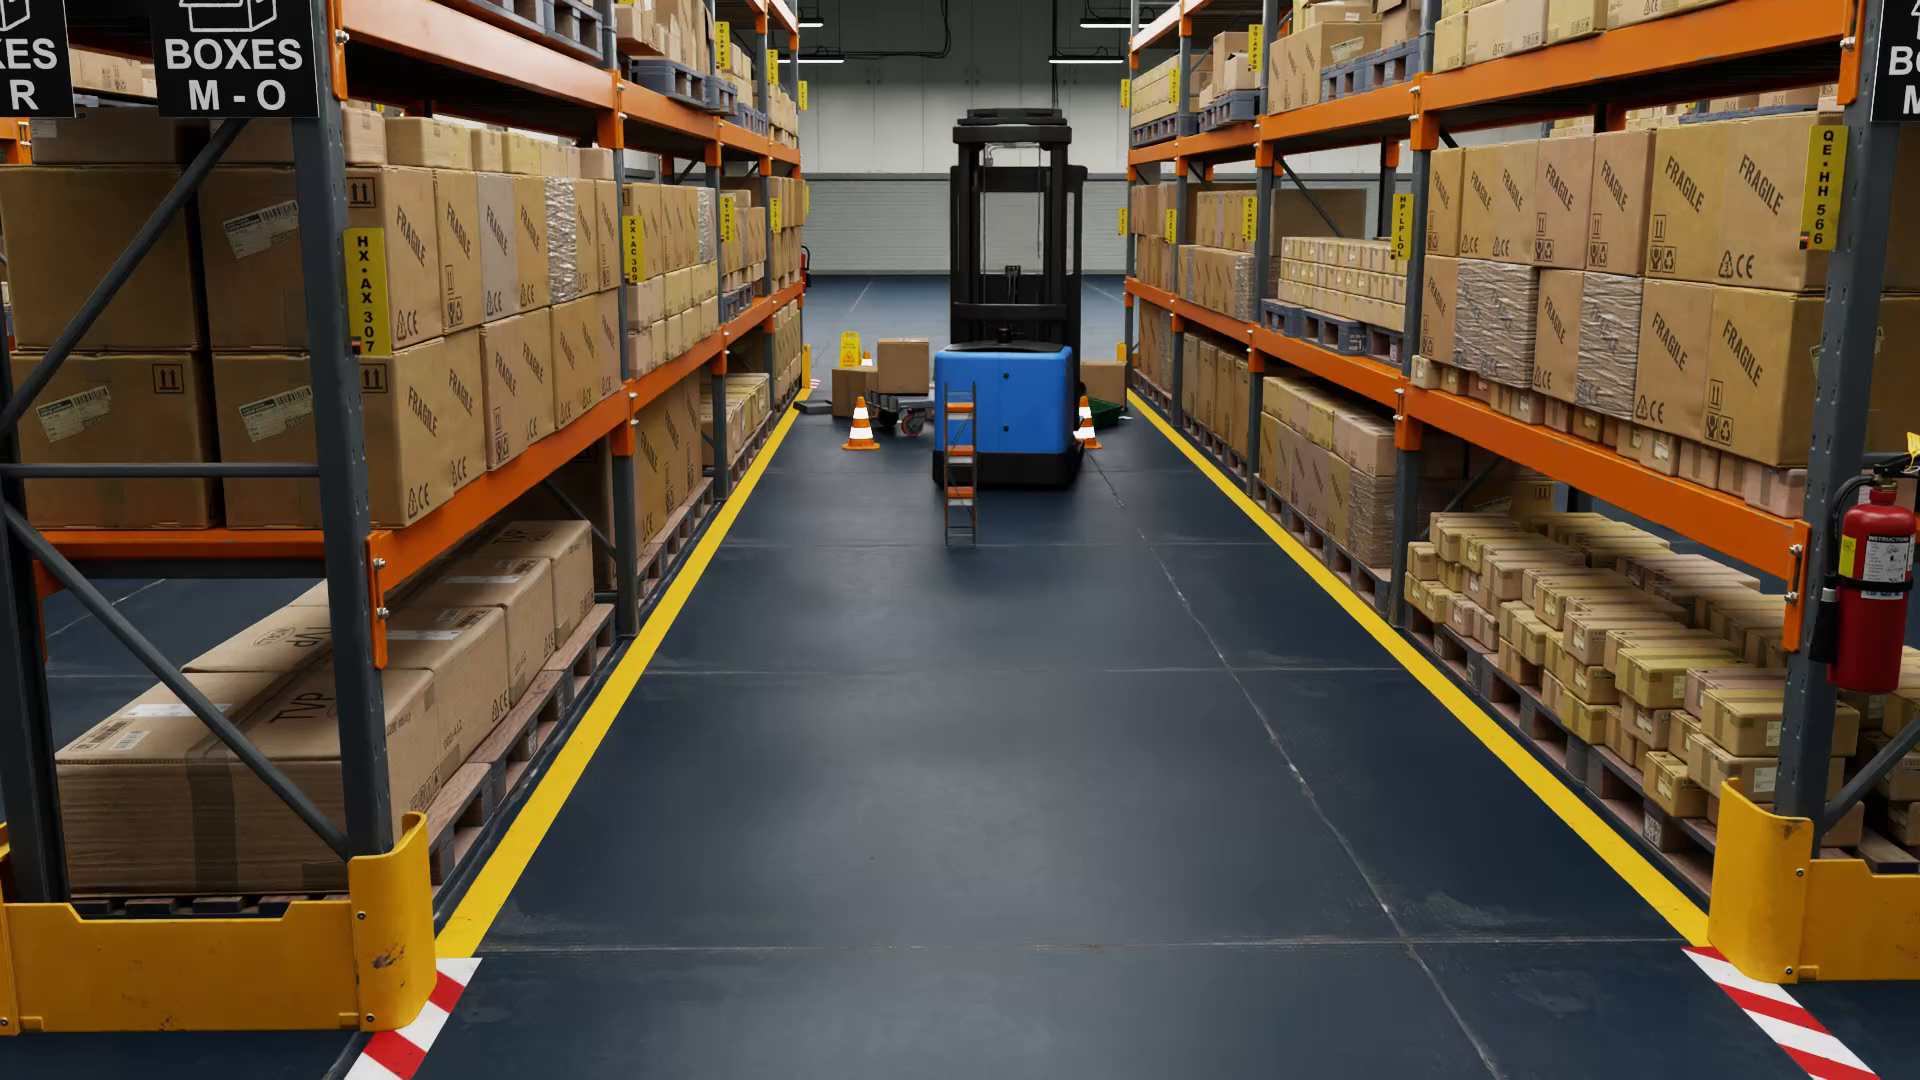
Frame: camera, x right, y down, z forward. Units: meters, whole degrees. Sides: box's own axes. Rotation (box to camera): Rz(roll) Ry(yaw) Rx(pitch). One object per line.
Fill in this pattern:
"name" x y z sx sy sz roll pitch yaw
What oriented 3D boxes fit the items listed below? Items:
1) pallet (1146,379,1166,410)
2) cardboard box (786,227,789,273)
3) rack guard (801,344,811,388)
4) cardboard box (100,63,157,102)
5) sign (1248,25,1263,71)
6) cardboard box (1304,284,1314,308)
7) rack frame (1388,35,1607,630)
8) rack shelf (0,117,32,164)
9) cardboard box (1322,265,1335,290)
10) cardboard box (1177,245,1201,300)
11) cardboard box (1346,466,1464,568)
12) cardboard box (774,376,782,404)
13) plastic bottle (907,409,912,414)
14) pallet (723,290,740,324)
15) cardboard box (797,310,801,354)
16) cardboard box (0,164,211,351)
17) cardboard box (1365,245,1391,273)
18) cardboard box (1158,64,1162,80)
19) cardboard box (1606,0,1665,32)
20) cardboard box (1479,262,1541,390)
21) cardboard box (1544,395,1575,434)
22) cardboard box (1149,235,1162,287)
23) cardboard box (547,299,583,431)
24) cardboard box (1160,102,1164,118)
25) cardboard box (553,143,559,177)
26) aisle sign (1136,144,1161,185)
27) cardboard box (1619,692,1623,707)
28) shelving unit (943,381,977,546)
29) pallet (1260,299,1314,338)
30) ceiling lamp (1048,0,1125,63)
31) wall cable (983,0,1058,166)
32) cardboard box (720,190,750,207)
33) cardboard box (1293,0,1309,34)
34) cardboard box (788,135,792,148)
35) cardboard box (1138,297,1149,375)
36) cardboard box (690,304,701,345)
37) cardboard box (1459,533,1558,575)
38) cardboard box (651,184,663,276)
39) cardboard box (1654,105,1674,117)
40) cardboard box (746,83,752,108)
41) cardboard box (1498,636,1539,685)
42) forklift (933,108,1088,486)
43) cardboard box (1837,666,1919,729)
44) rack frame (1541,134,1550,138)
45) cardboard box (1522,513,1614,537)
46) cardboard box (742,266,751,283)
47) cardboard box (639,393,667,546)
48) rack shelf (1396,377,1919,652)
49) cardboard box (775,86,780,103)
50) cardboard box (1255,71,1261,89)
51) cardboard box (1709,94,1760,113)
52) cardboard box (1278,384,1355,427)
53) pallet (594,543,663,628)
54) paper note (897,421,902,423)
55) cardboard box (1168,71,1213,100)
"pallet" 2.648 -1.630 18.562 1.003 0.211 1.213 0 11 -1
"cardboard box" -2.125 -3.145 18.016 0.500 0.500 0.500 0 11 0
"rack guard" -2.414 -2.116 20.234 1.175 0.500 0.348 0 11 -1
"cardboard box" -7.021 -3.926 14.239 0.500 0.311 0.500 -1 11 -3
"sign" 2.141 -3.568 12.060 0.100 0.325 0.005 0 11 -1
"cardboard box" 2.523 -1.639 11.169 0.380 0.149 0.250 0 11 1
"rack frame" 2.779 -1.012 8.501 1.000 3.000 0.127 0 11 -1
"rack shelf" -7.254 -3.260 13.850 1.077 0.370 4.000 0 11 -1
"cardboard box" 2.534 -1.682 10.635 0.380 0.149 0.250 0 11 -2
"cardboard box" 2.356 -2.545 15.809 0.500 0.500 0.500 0 11 -1
"cardboard box" 2.512 -0.138 9.428 0.500 0.500 0.500 0 11 -2
"cardboard box" -2.075 -1.538 16.956 0.500 0.250 0.500 -1 11 -4
"plastic bottle" -0.485 -1.386 17.735 0.133 0.061 0.283 2 12 9
"pallet" -2.372 -1.814 12.936 1.213 0.211 1.003 0 11 -1
"cardboard box" -2.138 -2.424 19.437 0.500 0.500 0.500 0 11 -1
"cardboard box" -2.333 -0.810 4.741 0.500 0.500 0.500 0 11 1
"cardboard box" 2.560 -1.622 9.588 0.380 0.149 0.250 0 11 -1
"cardboard box" 2.266 -4.867 17.280 0.380 0.149 0.250 0 11 -1
"cardboard box" 2.573 -1.902 5.725 0.500 0.250 0.500 0 11 1
"cardboard box" 2.529 -0.908 6.992 0.500 0.500 0.500 0 11 -2
"cardboard box" 2.586 -0.516 6.691 0.380 0.149 0.250 0 11 1
"cardboard box" 2.556 -3.071 18.273 0.875 0.550 0.500 0 11 -1
"cardboard box" -1.861 -0.727 6.846 0.500 0.500 0.500 0 11 -2
"cardboard box" 2.269 -4.427 17.116 0.380 0.149 0.250 0 11 -1
"cardboard box" -1.928 -1.615 7.080 0.380 0.149 0.250 0 11 -2
"aisle sign" 2.230 -4.684 20.064 0.394 0.787 0.004 0 11 -1
"cardboard box" 2.650 0.568 6.080 0.380 0.149 0.250 0 11 -2
"shelving unit" 0.001 -0.504 10.902 0.215 1.050 0.252 0 11 -1
"pallet" 2.818 -1.571 11.743 1.213 0.211 1.003 0 11 -1
"ceiling lamp" 3.332 -14.239 43.933 2.000 3.185 0.800 0 11 -1
"wall cable" 1.868 -14.390 50.805 2.305 6.003 0.169 0 11 -1
"cardboard box" -2.041 -2.998 14.604 0.380 0.149 0.250 -1 11 -4
"cardboard box" 2.440 -3.517 11.129 0.396 0.266 0.258 0 11 -1
"cardboard box" -2.119 -4.531 18.938 0.380 0.149 0.250 0 11 1
"cardboard box" 2.611 -2.427 19.765 0.875 0.875 0.875 0 11 -1
"cardboard box" -1.960 -1.392 10.752 0.500 0.250 0.500 0 11 -2
"cardboard box" 2.580 0.063 7.824 0.380 0.149 0.250 0 11 -2
"cardboard box" -1.928 -1.700 9.127 0.500 0.500 0.500 0 11 -1
"cardboard box" 7.273 -4.360 16.838 0.380 0.149 0.250 -1 11 -4
"cardboard box" -2.176 -4.048 15.246 0.500 0.250 0.500 0 11 -2
"cardboard box" 2.533 0.511 7.109 0.380 0.149 0.250 -1 11 -3
"forklift" 0.495 -2.104 14.057 1.130 2.935 3.031 2 12 7
"cardboard box" 3.065 0.523 5.552 0.380 0.149 0.250 0 11 0
"rack frame" 7.492 -3.397 20.260 1.000 3.000 0.127 0 11 -1
"cardboard box" 3.047 -0.042 8.340 0.380 0.149 0.250 0 11 0
"cardboard box" -2.040 -2.340 14.625 0.380 0.149 0.250 0 11 -1
"cardboard box" -2.287 -0.438 9.962 0.875 0.875 0.875 0 11 0
"rack shelf" 2.820 -0.261 6.613 1.077 0.370 4.000 0 11 -1
"cardboard box" -2.023 -4.520 16.874 0.380 0.149 0.250 0 11 -2
"cardboard box" 2.464 -3.535 12.676 0.380 0.166 0.250 0 11 -1
"cardboard box" 7.486 -4.235 15.528 0.797 0.503 0.637 -1 11 -4
"cardboard box" 2.479 -0.916 11.375 0.500 0.250 0.500 0 11 -2
"pallet" -2.259 0.242 9.334 1.003 0.211 1.213 0 11 -1
"paper note" -0.638 -1.219 16.989 0.148 0.019 0.142 0 11 -1
"cardboard box" 2.347 -4.496 16.452 0.500 0.250 0.500 0 11 -2
